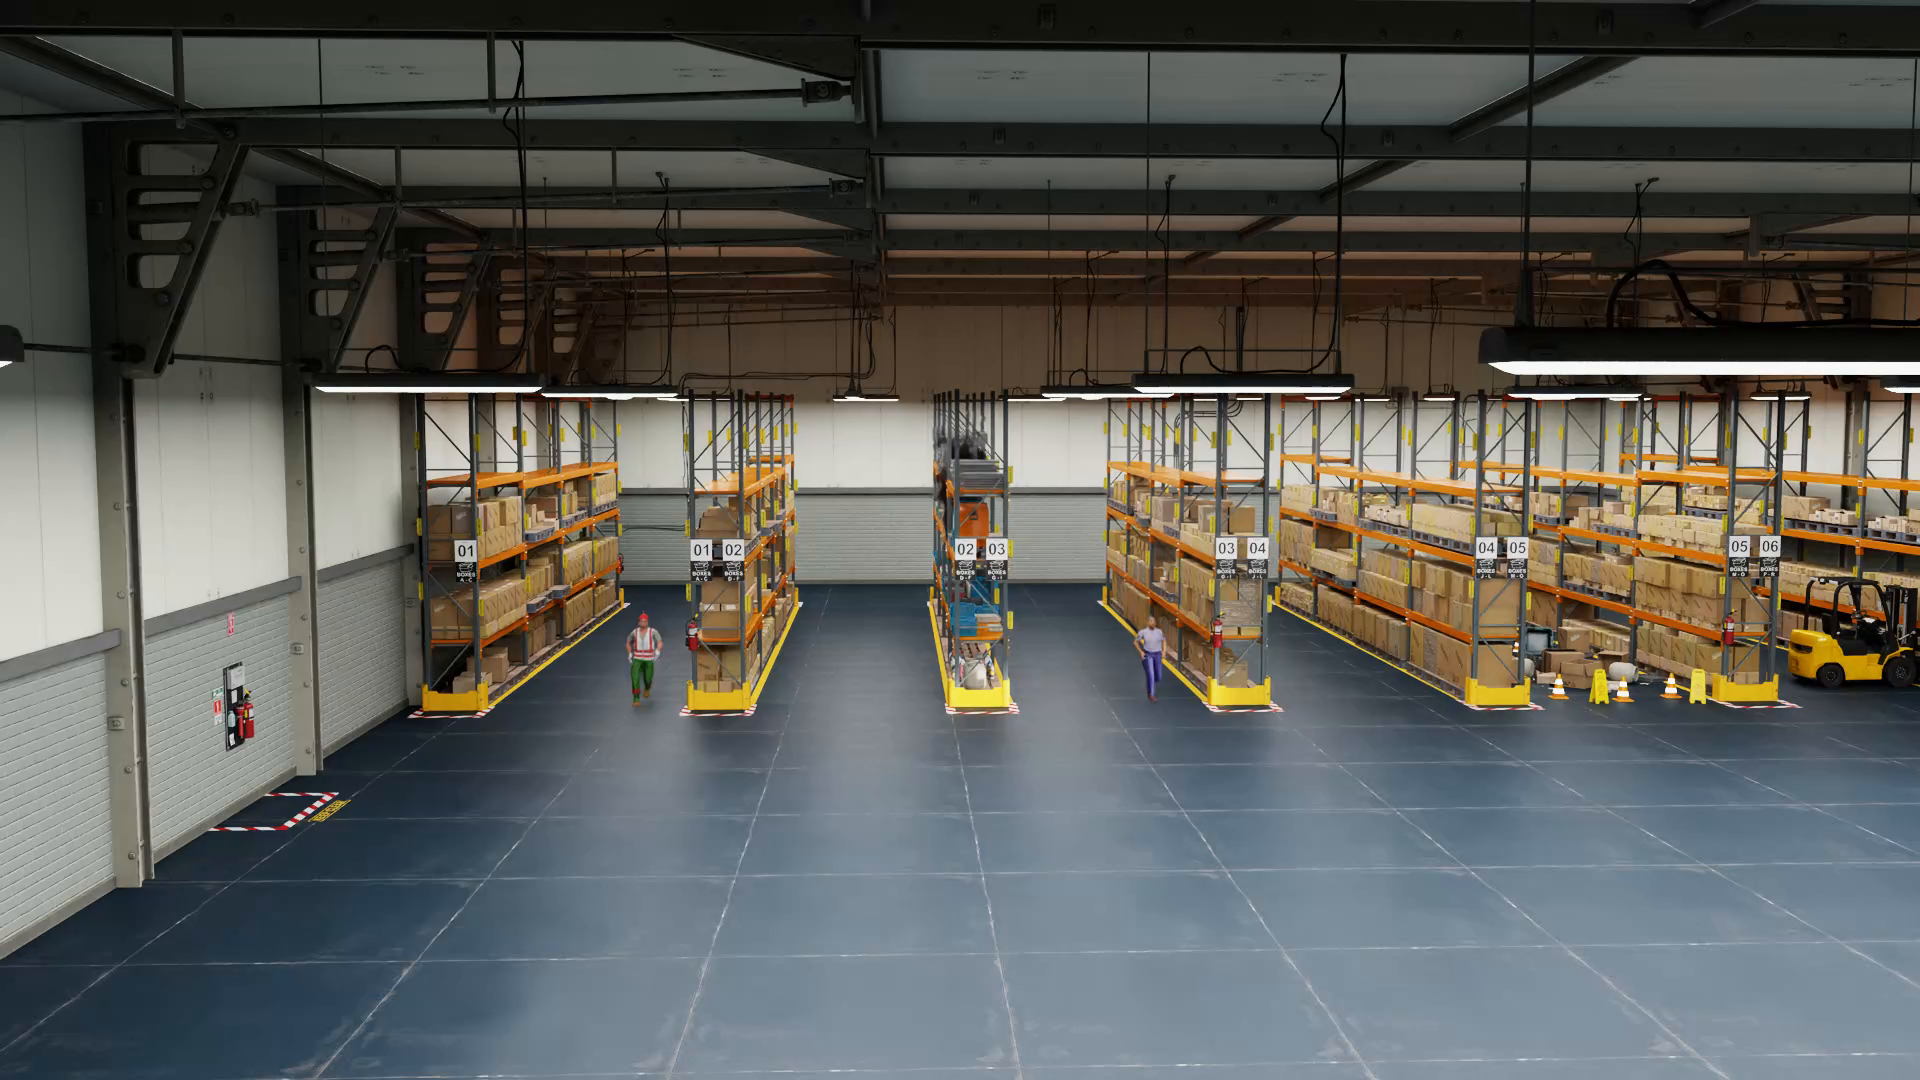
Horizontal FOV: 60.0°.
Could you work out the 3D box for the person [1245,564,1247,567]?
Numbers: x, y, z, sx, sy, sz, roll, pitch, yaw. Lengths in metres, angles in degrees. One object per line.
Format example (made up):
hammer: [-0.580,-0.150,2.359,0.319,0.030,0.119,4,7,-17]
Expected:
person: [7.972,0.922,48.178,0.802,1.729,0.786,4,6,43]

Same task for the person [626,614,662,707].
person: [-6.030,2.278,31.678,0.686,1.756,0.613,0,5,-2]

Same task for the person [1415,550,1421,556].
person: [13.433,0.857,49.324,0.928,1.697,0.587,0,5,-4]

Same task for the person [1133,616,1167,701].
person: [3.679,2.270,32.175,0.641,1.598,0.722,-1,5,-14]
